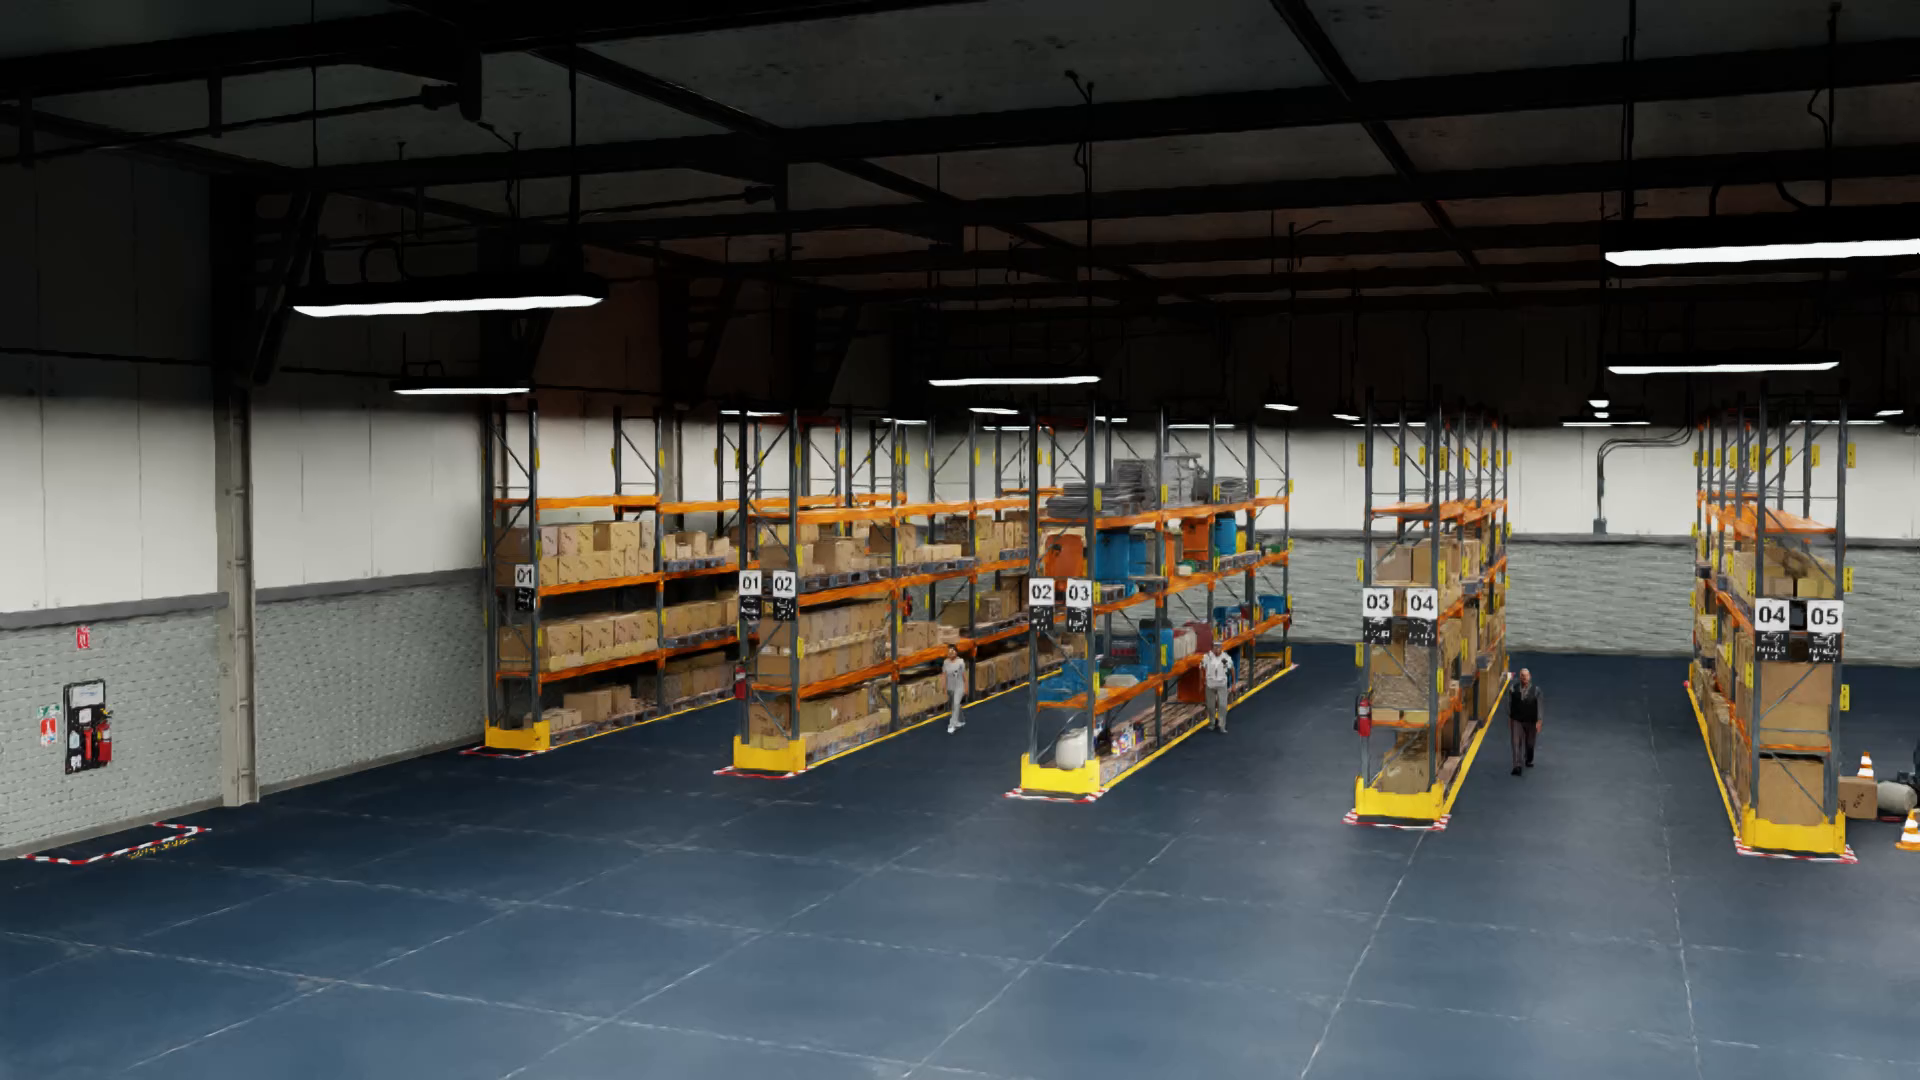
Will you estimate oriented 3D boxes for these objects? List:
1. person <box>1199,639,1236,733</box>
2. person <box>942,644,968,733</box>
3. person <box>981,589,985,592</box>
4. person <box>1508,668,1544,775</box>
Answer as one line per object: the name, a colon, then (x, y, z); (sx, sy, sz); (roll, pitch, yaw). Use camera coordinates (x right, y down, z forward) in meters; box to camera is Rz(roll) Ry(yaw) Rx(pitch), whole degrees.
person: (4.721, 2.642, 30.474); (0.670, 1.718, 0.698); (1, 3, 14)
person: (-0.123, 2.693, 30.411); (0.445, 1.584, 1.110); (1, 3, 24)
person: (0.630, 2.141, 41.606); (0.729, 1.631, 0.546); (1, 3, 20)
person: (8.981, 2.869, 26.418); (0.542, 1.667, 1.081); (1, 3, 19)
